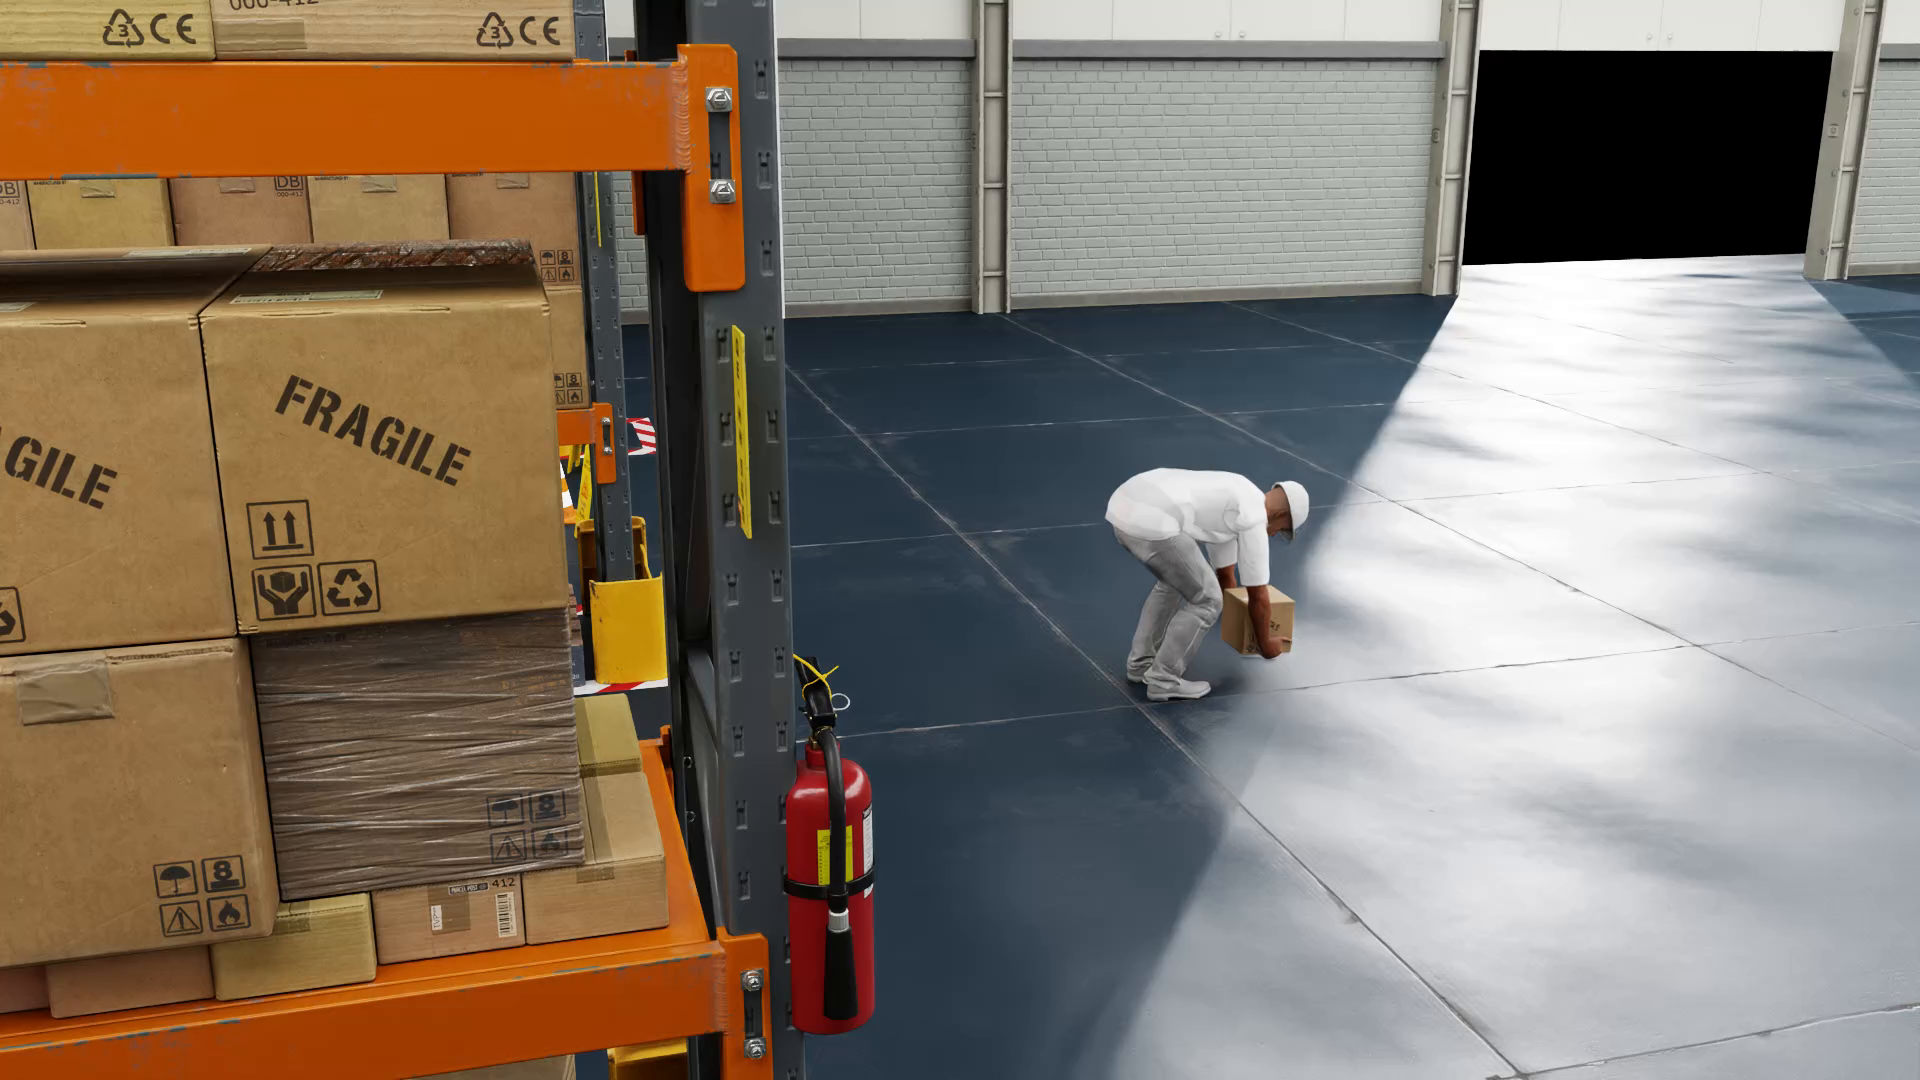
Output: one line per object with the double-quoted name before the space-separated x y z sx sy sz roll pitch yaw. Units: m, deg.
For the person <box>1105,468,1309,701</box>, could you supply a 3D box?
"person" 1.155 0.167 7.712 0.980 1.042 0.488 -5 17 -18
